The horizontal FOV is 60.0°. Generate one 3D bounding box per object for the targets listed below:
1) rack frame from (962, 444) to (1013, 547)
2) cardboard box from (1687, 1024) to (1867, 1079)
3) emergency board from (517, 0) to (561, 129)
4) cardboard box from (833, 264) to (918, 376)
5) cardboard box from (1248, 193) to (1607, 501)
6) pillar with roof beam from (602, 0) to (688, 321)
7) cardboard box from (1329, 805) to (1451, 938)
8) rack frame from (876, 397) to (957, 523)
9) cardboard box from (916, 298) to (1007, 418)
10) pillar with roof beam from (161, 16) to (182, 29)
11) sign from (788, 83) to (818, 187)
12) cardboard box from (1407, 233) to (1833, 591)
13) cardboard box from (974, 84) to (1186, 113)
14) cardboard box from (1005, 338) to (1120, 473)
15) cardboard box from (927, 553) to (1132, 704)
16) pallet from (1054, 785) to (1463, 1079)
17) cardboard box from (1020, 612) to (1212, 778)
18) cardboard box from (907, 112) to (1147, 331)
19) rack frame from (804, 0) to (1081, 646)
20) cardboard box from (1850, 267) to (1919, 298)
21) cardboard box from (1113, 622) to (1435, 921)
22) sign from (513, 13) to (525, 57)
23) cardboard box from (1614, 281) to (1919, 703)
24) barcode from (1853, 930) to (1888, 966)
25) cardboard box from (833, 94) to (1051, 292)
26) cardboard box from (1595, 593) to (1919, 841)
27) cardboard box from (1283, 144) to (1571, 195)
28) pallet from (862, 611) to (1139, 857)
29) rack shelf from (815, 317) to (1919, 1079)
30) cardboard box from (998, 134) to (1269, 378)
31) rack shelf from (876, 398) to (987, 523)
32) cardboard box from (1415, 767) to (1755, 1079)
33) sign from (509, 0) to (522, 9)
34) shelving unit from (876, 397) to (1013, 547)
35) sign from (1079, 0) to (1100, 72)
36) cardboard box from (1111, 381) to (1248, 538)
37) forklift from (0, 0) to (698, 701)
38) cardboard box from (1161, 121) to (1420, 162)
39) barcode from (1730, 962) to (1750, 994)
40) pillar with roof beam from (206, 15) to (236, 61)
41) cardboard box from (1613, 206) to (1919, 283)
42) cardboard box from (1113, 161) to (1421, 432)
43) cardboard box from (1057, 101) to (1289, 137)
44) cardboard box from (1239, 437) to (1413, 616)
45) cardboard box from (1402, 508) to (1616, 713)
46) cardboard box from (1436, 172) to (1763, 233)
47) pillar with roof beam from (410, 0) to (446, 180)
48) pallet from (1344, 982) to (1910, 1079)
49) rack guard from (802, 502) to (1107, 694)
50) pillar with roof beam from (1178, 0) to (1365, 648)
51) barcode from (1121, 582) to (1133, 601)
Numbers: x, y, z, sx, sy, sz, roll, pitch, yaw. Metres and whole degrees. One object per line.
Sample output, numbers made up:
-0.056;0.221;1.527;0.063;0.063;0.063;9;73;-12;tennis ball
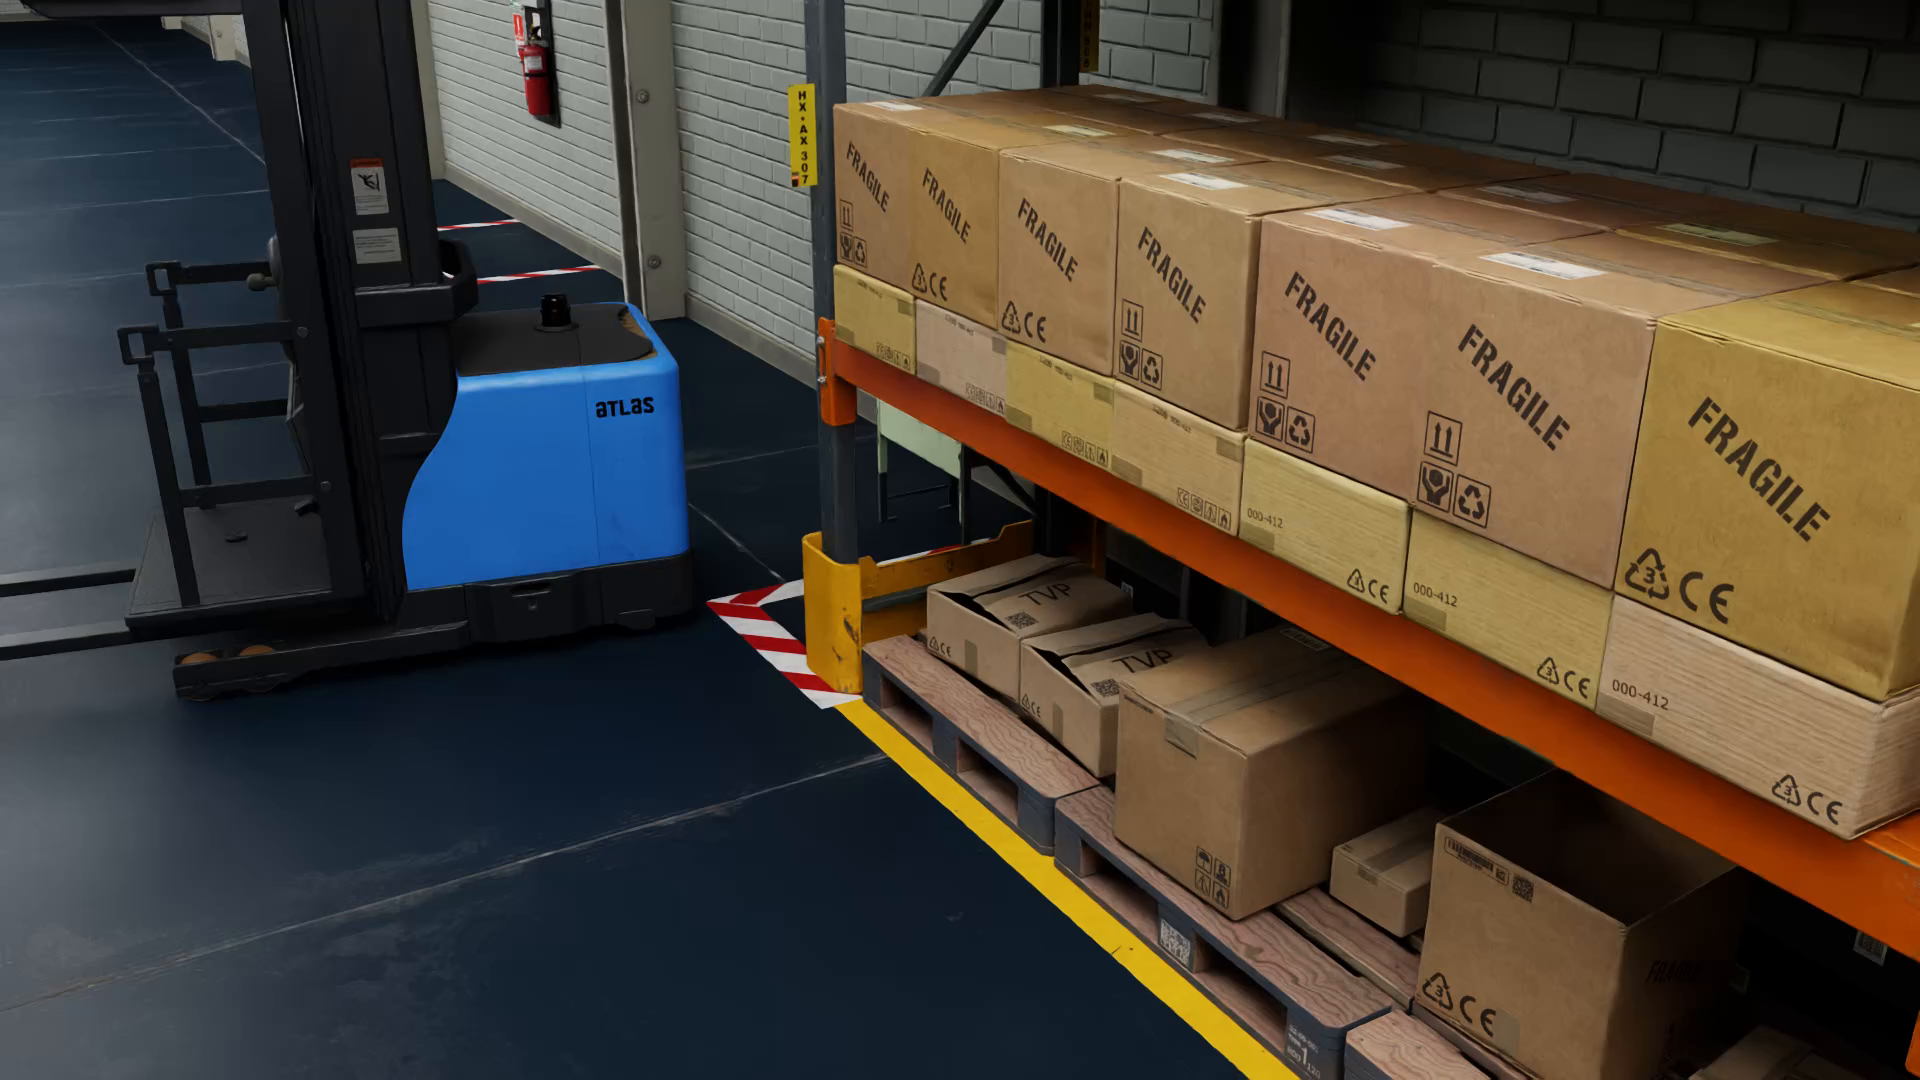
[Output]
0.183;-0.579;6.743;0.400;1.500;0.023;-13;25;-28;rack frame
1.702;1.215;3.517;0.380;0.166;0.250;-17;27;-35;cardboard box
-3.236;-3.710;12.456;0.194;1.169;0.643;-13;25;-28;emergency board
-0.066;-0.742;5.325;0.500;0.250;0.500;-13;26;-30;cardboard box
0.986;-0.432;3.568;0.500;0.500;0.500;-13;26;-30;cardboard box
-5.707;-4.854;7.303;9.100;9.000;0.400;-13;25;-28;pillar with roof beam
1.201;0.869;4.391;0.380;0.149;0.250;-15;26;-32;cardboard box
-0.190;-0.815;7.326;0.400;1.500;0.023;-13;25;-28;rack frame
0.212;-0.576;4.919;0.500;0.250;0.500;-13;26;-30;cardboard box
-17.967;-12.623;26.417;9.100;9.000;0.400;-13;25;-28;pillar with roof beam
-0.509;-1.318;5.420;0.100;0.325;0.005;-13;25;-28;sign
1.234;-0.267;3.162;0.500;0.500;0.500;-13;25;-29;cardboard box
0.381;-1.196;5.448;0.500;0.500;0.500;-13;25;-29;cardboard box
0.467;-0.410;4.510;0.500;0.250;0.500;-13;26;-29;cardboard box
0.234;0.262;5.670;0.500;0.311;0.500;-16;27;-34;cardboard box
1.000;0.960;4.670;1.003;0.211;1.213;-13;25;-28;pallet
0.525;0.447;5.216;0.500;0.311;0.500;-10;24;-24;cardboard box
0.187;-0.934;4.802;0.500;0.500;0.500;-13;25;-28;cardboard box
-0.042;-1.021;5.840;1.000;3.000;0.127;-13;25;-28;rack frame
1.940;-0.206;3.010;0.500;0.500;0.500;-13;26;-29;cardboard box
0.857;0.606;4.572;0.700;0.500;0.500;-14;26;-32;cardboard box
-3.429;-3.926;12.939;0.001;0.329;0.234;-13;25;-28;sign
1.494;-0.107;2.768;0.500;0.500;0.500;-13;25;-28;cardboard box
1.931;0.859;3.525;0.001;0.075;0.075;-13;25;-28;barcode
-0.057;-1.096;5.201;0.500;0.500;0.500;-13;25;-28;cardboard box
1.498;0.239;2.912;0.500;0.250;0.500;-13;25;-28;cardboard box
1.155;-0.702;4.232;0.500;0.500;0.500;-12;25;-28;cardboard box
0.381;0.565;5.641;1.003;0.211;1.213;-13;25;-28;pallet
0.979;-0.040;4.382;1.077;0.370;4.000;-13;25;-28;rack shelf
0.446;-0.765;4.388;0.500;0.500;0.500;-14;26;-30;cardboard box
-0.003;-0.395;7.157;0.431;0.370;0.720;-13;25;-28;rack shelf
1.436;0.900;3.850;0.500;0.500;0.500;-15;26;-32;cardboard box
-3.435;-4.168;12.831;0.001;0.109;0.331;-13;25;-28;sign
-0.003;-0.697;7.034;0.431;1.500;0.755;-13;25;-28;shelving unit
0.445;-1.804;5.809;0.100;0.325;0.005;-13;25;-28;sign
0.723;-0.246;4.106;0.500;0.250;0.500;-12;25;-28;cardboard box
-2.601;-1.010;5.903;3.031;2.935;1.130;-8;23;-18;forklift
0.898;-0.865;4.633;0.500;0.500;0.500;-13;26;-30;cardboard box
1.825;1.025;3.914;0.001;0.075;0.075;-13;25;-28;barcode
-14.902;-10.681;21.639;9.100;9.000;0.400;-13;25;-28;pillar with roof beam
1.679;-0.374;3.424;0.500;0.500;0.500;-13;25;-29;cardboard box
0.719;-0.601;3.982;0.500;0.500;0.500;-12;25;-27;cardboard box
0.630;-1.032;5.043;0.500;0.500;0.500;-12;25;-28;cardboard box
0.981;-0.084;3.706;0.500;0.250;0.500;-13;25;-29;cardboard box
1.251;0.076;3.313;0.500;0.250;0.500;-12;25;-28;cardboard box
1.430;-0.536;3.824;0.500;0.500;0.500;-12;25;-27;cardboard box
-8.772;-6.796;12.082;9.100;9.000;0.400;-13;25;-28;pillar with roof beam
1.627;1.355;3.697;1.003;0.211;1.213;-13;25;-28;pallet
-0.003;0.162;6.250;1.175;0.500;0.348;-13;25;-28;rack guard
-2.642;-2.912;2.525;9.100;9.000;0.400;-13;25;-28;pillar with roof beam
0.587;0.187;5.843;0.001;0.075;0.075;-13;25;-28;barcode
